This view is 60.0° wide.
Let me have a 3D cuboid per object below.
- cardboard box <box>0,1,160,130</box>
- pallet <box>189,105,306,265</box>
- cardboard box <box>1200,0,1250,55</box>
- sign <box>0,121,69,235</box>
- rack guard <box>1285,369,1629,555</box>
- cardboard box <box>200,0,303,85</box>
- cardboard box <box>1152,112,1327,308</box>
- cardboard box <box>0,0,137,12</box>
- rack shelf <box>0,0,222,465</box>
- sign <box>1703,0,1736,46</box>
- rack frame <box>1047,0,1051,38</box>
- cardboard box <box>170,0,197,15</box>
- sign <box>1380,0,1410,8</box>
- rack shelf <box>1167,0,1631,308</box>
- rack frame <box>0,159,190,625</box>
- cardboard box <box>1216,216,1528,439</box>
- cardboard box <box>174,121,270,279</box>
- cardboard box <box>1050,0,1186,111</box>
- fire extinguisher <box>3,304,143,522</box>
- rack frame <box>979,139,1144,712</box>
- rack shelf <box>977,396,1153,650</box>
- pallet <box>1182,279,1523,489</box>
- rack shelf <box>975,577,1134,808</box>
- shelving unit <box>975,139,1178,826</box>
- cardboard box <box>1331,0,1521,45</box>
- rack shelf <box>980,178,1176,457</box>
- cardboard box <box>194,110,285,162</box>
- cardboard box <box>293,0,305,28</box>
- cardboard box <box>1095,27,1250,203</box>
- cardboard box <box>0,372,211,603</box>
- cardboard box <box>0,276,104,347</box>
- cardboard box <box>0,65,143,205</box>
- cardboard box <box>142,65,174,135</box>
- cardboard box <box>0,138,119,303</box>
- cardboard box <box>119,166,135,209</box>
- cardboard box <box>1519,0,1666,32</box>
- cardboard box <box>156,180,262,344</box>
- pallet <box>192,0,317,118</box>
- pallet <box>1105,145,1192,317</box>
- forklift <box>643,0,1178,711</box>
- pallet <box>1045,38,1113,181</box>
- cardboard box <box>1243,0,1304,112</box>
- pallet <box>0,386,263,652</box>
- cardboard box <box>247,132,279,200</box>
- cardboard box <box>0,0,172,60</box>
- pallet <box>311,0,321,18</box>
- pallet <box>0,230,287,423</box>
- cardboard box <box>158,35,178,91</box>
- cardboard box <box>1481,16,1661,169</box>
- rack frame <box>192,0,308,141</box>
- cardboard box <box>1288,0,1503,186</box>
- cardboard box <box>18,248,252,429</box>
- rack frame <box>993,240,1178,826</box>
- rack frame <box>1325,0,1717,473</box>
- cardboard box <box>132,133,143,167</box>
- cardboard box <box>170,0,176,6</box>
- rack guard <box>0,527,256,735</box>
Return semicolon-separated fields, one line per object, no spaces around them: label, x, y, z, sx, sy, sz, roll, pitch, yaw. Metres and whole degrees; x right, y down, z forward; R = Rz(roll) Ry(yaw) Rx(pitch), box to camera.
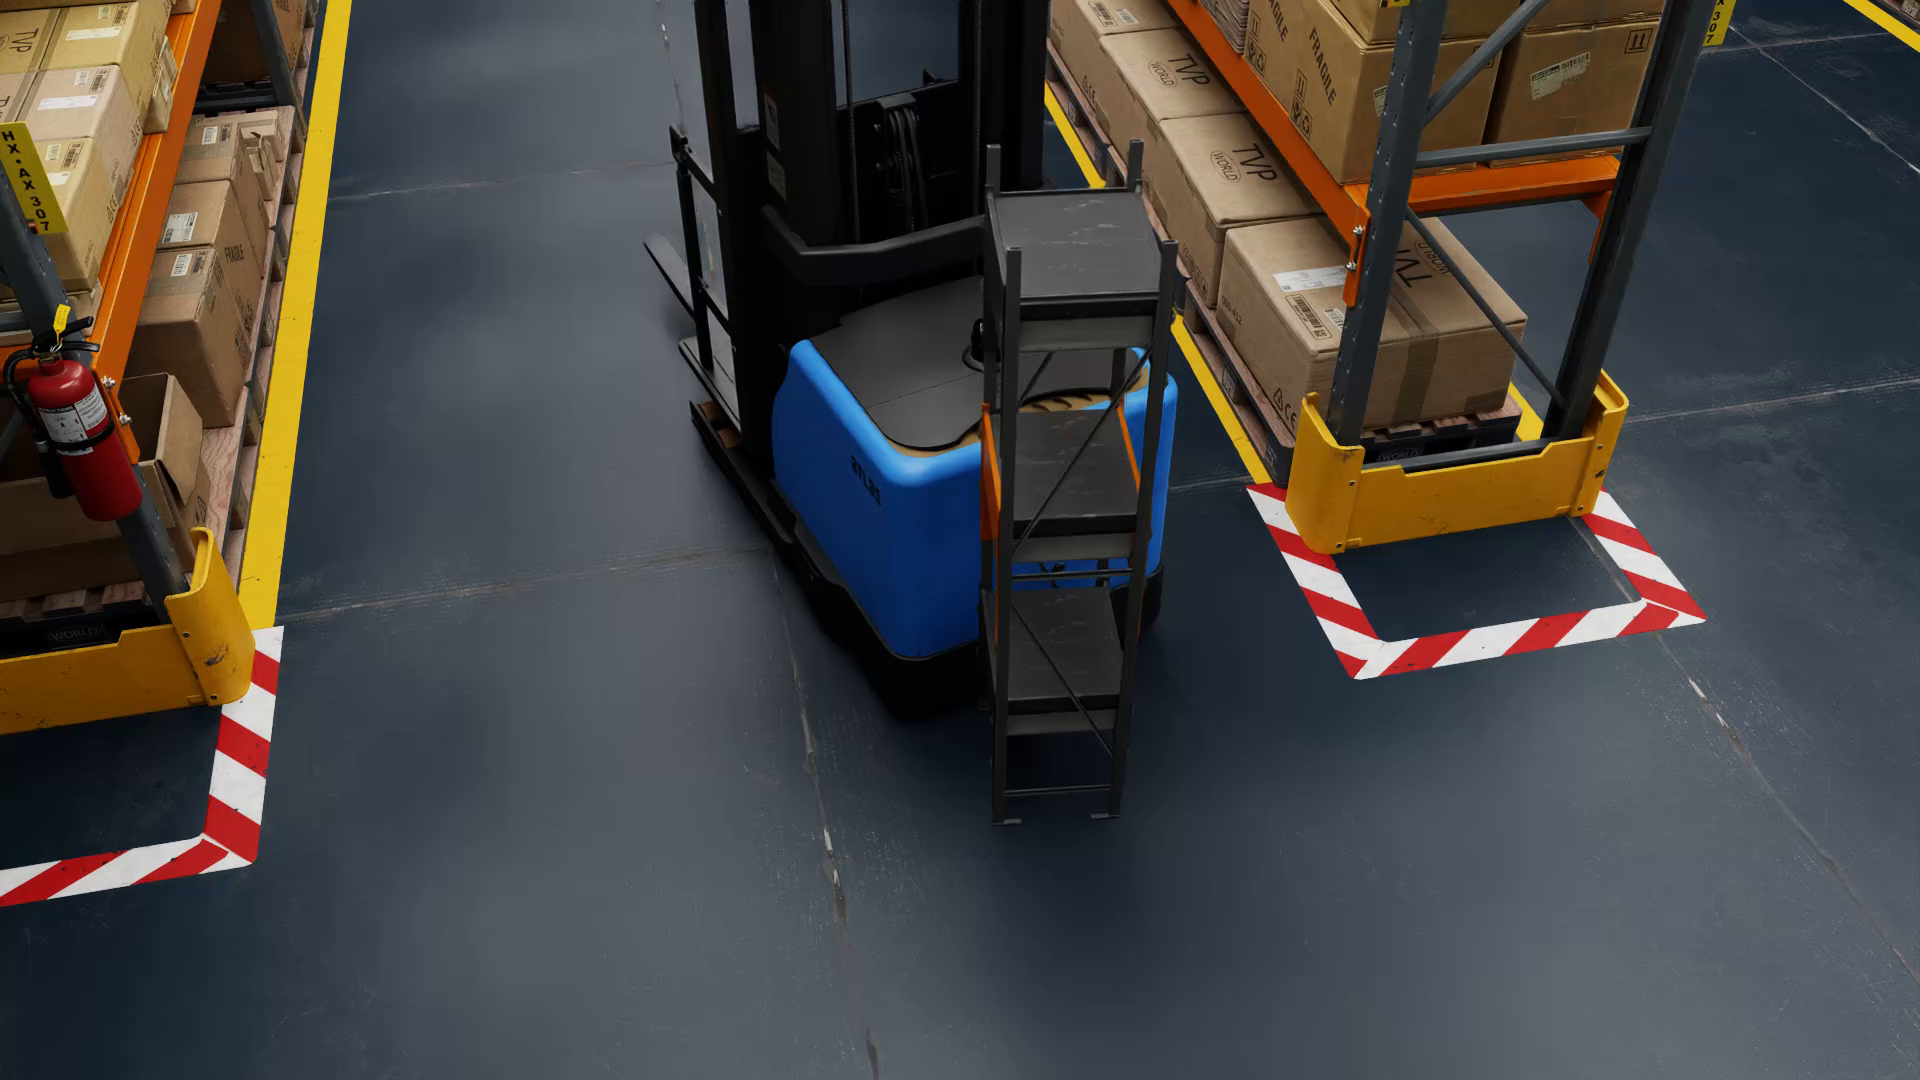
cardboard box;-3.063;-1.598;5.680;0.500;0.250;0.500;-9;42;-10
pallet;-3.722;-1.660;7.962;1.003;0.211;1.213;-8;42;-9
cardboard box;1.263;-2.241;6.440;0.500;0.500;0.500;-7;42;-8
sign;-2.477;-0.957;4.417;0.100;0.325;0.005;-8;42;-9
rack guard;1.845;-0.319;6.233;1.175;0.500;0.348;-8;42;-9
cardboard box;-3.754;-2.717;8.617;0.500;0.500;0.500;-7;42;-7
cardboard box;1.394;-1.474;7.264;0.875;0.438;0.875;-7;42;-8
cardboard box;-3.165;-2.196;5.789;0.500;0.500;0.500;-7;42;-8
rack shelf;-3.438;-1.583;6.316;1.077;0.370;4.000;-8;42;-9
sign;2.383;-1.698;5.192;0.100;0.325;0.005;-8;42;-9
rack frame;0.976;-3.862;8.341;1.000;3.000;0.127;-8;42;-9
cardboard box;-3.285;-2.218;6.678;0.380;0.149;0.250;-9;42;-10
sign;1.307;-1.722;4.880;0.100;0.325;0.005;-8;42;-9
rack shelf;1.408;-2.297;7.120;1.077;0.370;4.000;-8;42;-9
rack frame;-3.006;-0.556;4.617;1.000;3.000;0.127;-8;42;-9
cardboard box;1.599;-0.882;6.597;0.875;0.438;0.875;-10;43;-11
cardboard box;-3.416;-1.421;7.157;0.700;0.500;0.500;-10;43;-11
cardboard box;1.007;-2.639;8.577;0.875;0.438;0.875;-9;42;-10
fire extinguisher;-2.523;-0.358;4.733;0.296;0.674;0.183;-8;42;-9
rack frame;0.266;-0.222;4.918;0.400;2.100;0.015;-3;42;-4
rack shelf;0.285;-0.051;4.745;0.431;0.518;0.480;-3;42;-4
pallet;1.591;-0.734;6.917;1.003;0.211;1.213;-8;42;-9
rack shelf;0.284;0.473;5.210;0.431;0.518;0.480;-3;42;-4
shelving unit;0.285;-0.061;4.736;0.431;2.100;0.503;-3;42;-4
cardboard box;1.503;-1.959;5.369;0.500;0.500;0.500;-7;42;-8
rack shelf;0.287;-0.574;4.280;0.431;0.518;0.480;-3;42;-4
cardboard box;-3.463;-1.920;7.985;0.380;0.149;0.250;-10;42;-11
cardboard box;-3.879;-3.060;9.005;0.500;0.500;0.500;-9;42;-10
cardboard box;1.201;-2.059;7.923;0.875;0.438;0.875;-10;42;-11
cardboard box;-3.046;-0.189;5.768;0.797;0.503;0.637;-10;43;-11
cardboard box;-2.809;-0.714;4.984;0.380;0.149;0.250;-9;42;-10
cardboard box;-2.950;-1.270;5.311;0.500;0.250;0.500;-8;42;-9
cardboard box;-3.039;-1.556;5.933;0.380;0.149;0.250;-9;42;-11
cardboard box;-2.841;-0.944;4.942;0.500;0.250;0.500;-8;42;-9
cardboard box;-2.995;-1.210;5.543;0.380;0.149;0.250;-7;42;-8
cardboard box;2.014;-2.033;5.452;0.500;0.500;0.500;-9;42;-10
cardboard box;-3.209;-1.105;6.802;0.500;0.500;0.500;-8;42;-8
pallet;-4.082;-2.627;9.051;1.003;0.211;1.213;-8;42;-9
pallet;1.331;-1.523;7.807;1.003;0.211;1.213;-8;42;-9
forklift;-0.423;-1.503;5.735;1.130;2.935;3.031;-19;45;-20
pallet;1.064;-2.315;8.699;1.003;0.211;1.213;-8;42;-9
cardboard box;1.383;-1.909;6.066;0.500;0.500;0.500;-9;42;-10
pallet;-3.196;-0.079;6.180;1.003;0.211;1.213;-8;42;-9
cardboard box;-3.386;-1.733;7.686;0.396;0.266;0.258;-7;42;-8
cardboard box;-3.194;-1.927;6.050;0.500;0.250;0.500;-9;42;-10
pallet;-4.349;-3.420;9.944;1.003;0.211;1.213;-8;42;-9
pallet;-3.456;-0.868;7.069;1.003;0.211;1.213;-8;42;-9
cardboard box;-3.116;-1.724;6.122;0.380;0.149;0.250;-7;42;-8
cardboard box;2.016;-1.659;5.784;0.500;0.500;0.500;-9;42;-10
rack frame;-3.870;-3.149;7.537;1.000;3.000;0.127;-8;42;-9
cardboard box;1.477;-1.582;5.697;0.500;0.500;0.500;-8;42;-9
cardboard box;-3.192;-0.748;6.399;0.700;0.500;0.500;-7;42;-8
rack frame;0.305;0.101;4.554;0.400;2.100;0.015;-3;42;-4
rack frame;1.839;-1.269;5.420;1.000;3.000;0.127;-8;42;-9
cardboard box;-3.058;-1.382;5.736;0.380;0.149;0.250;-8;42;-9
cardboard box;-3.304;-2.261;6.426;0.500;0.250;0.500;-9;42;-10
rack guard;-3.023;0.330;5.502;1.175;0.500;0.348;-8;42;-9
